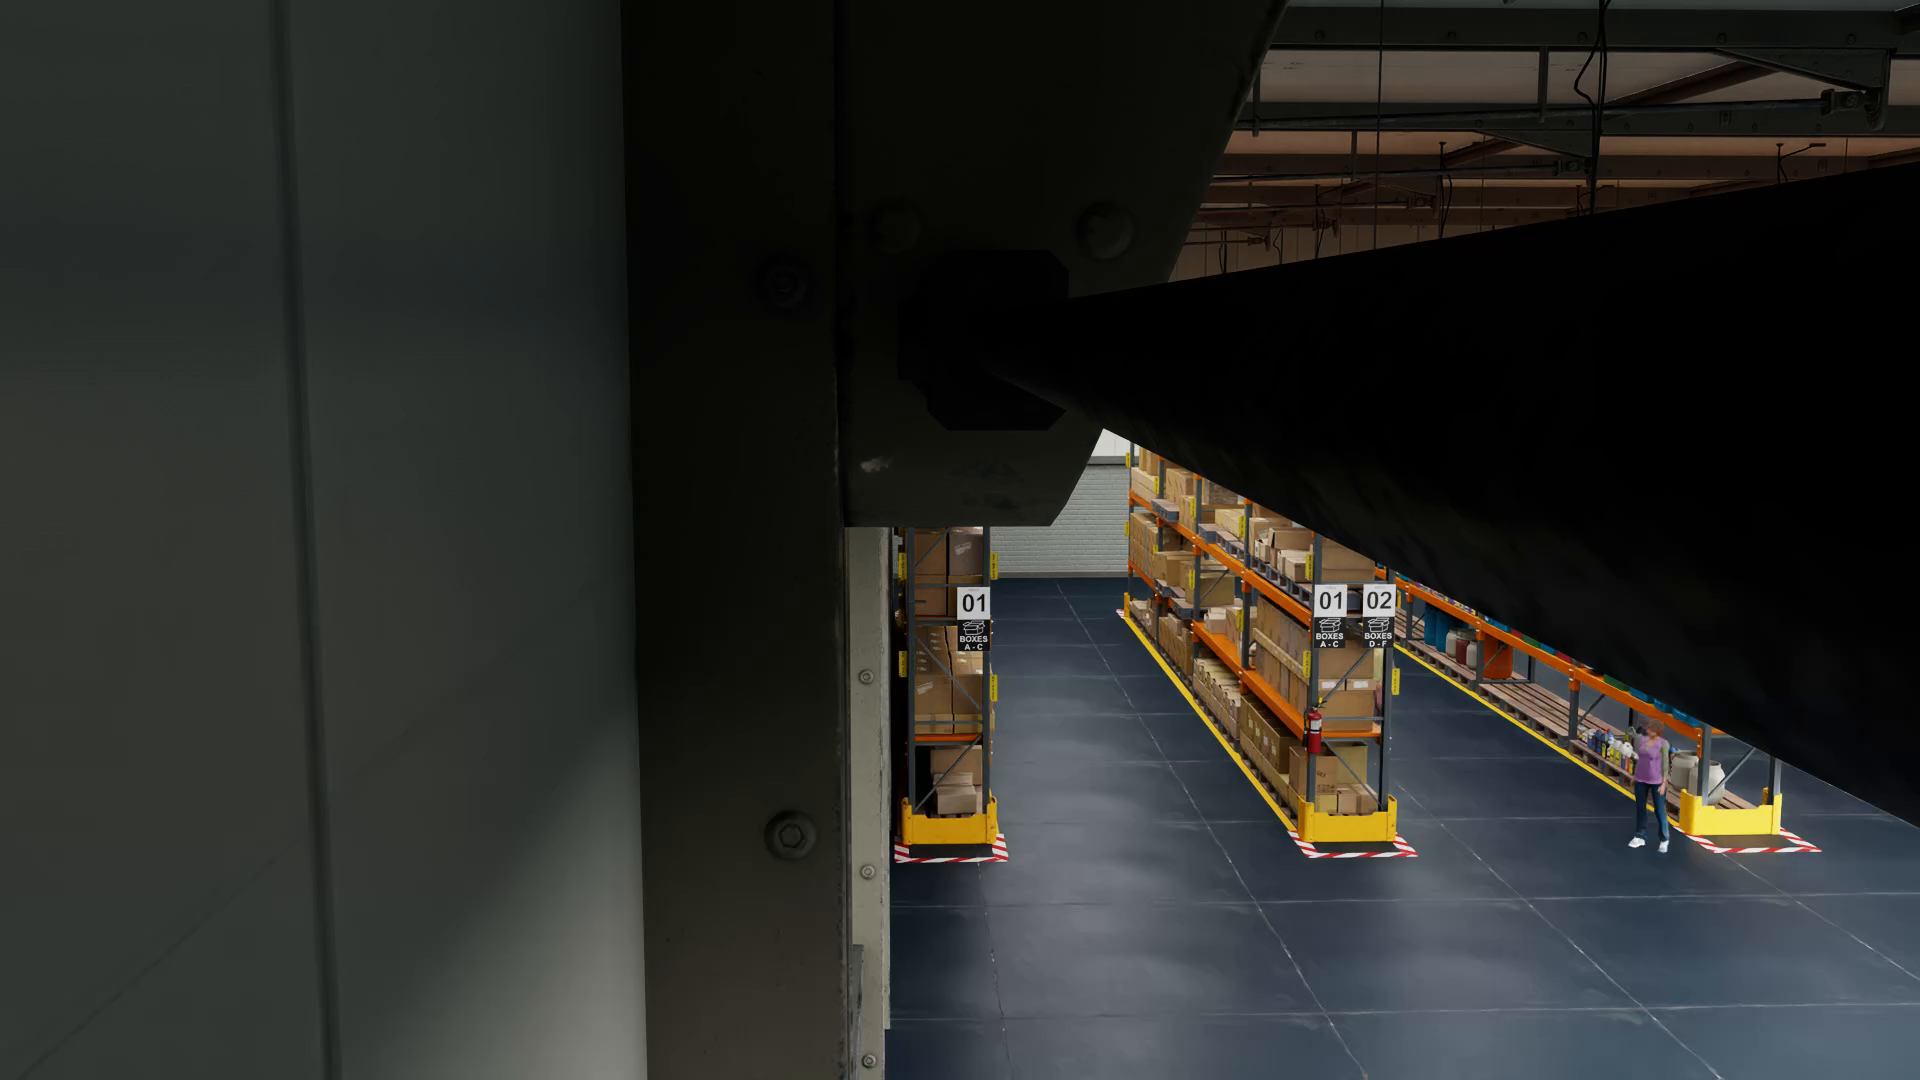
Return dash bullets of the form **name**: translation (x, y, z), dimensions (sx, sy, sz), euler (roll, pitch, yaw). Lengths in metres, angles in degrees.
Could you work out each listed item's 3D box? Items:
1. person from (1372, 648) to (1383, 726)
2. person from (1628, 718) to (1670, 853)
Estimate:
- **person**: translation (6.489, 2.198, 25.937), dimensions (0.489, 1.662, 0.457), euler (6, 9, 37)
- **person**: translation (8.385, 2.975, 20.218), dimensions (0.361, 1.633, 0.494), euler (-7, 10, -44)
